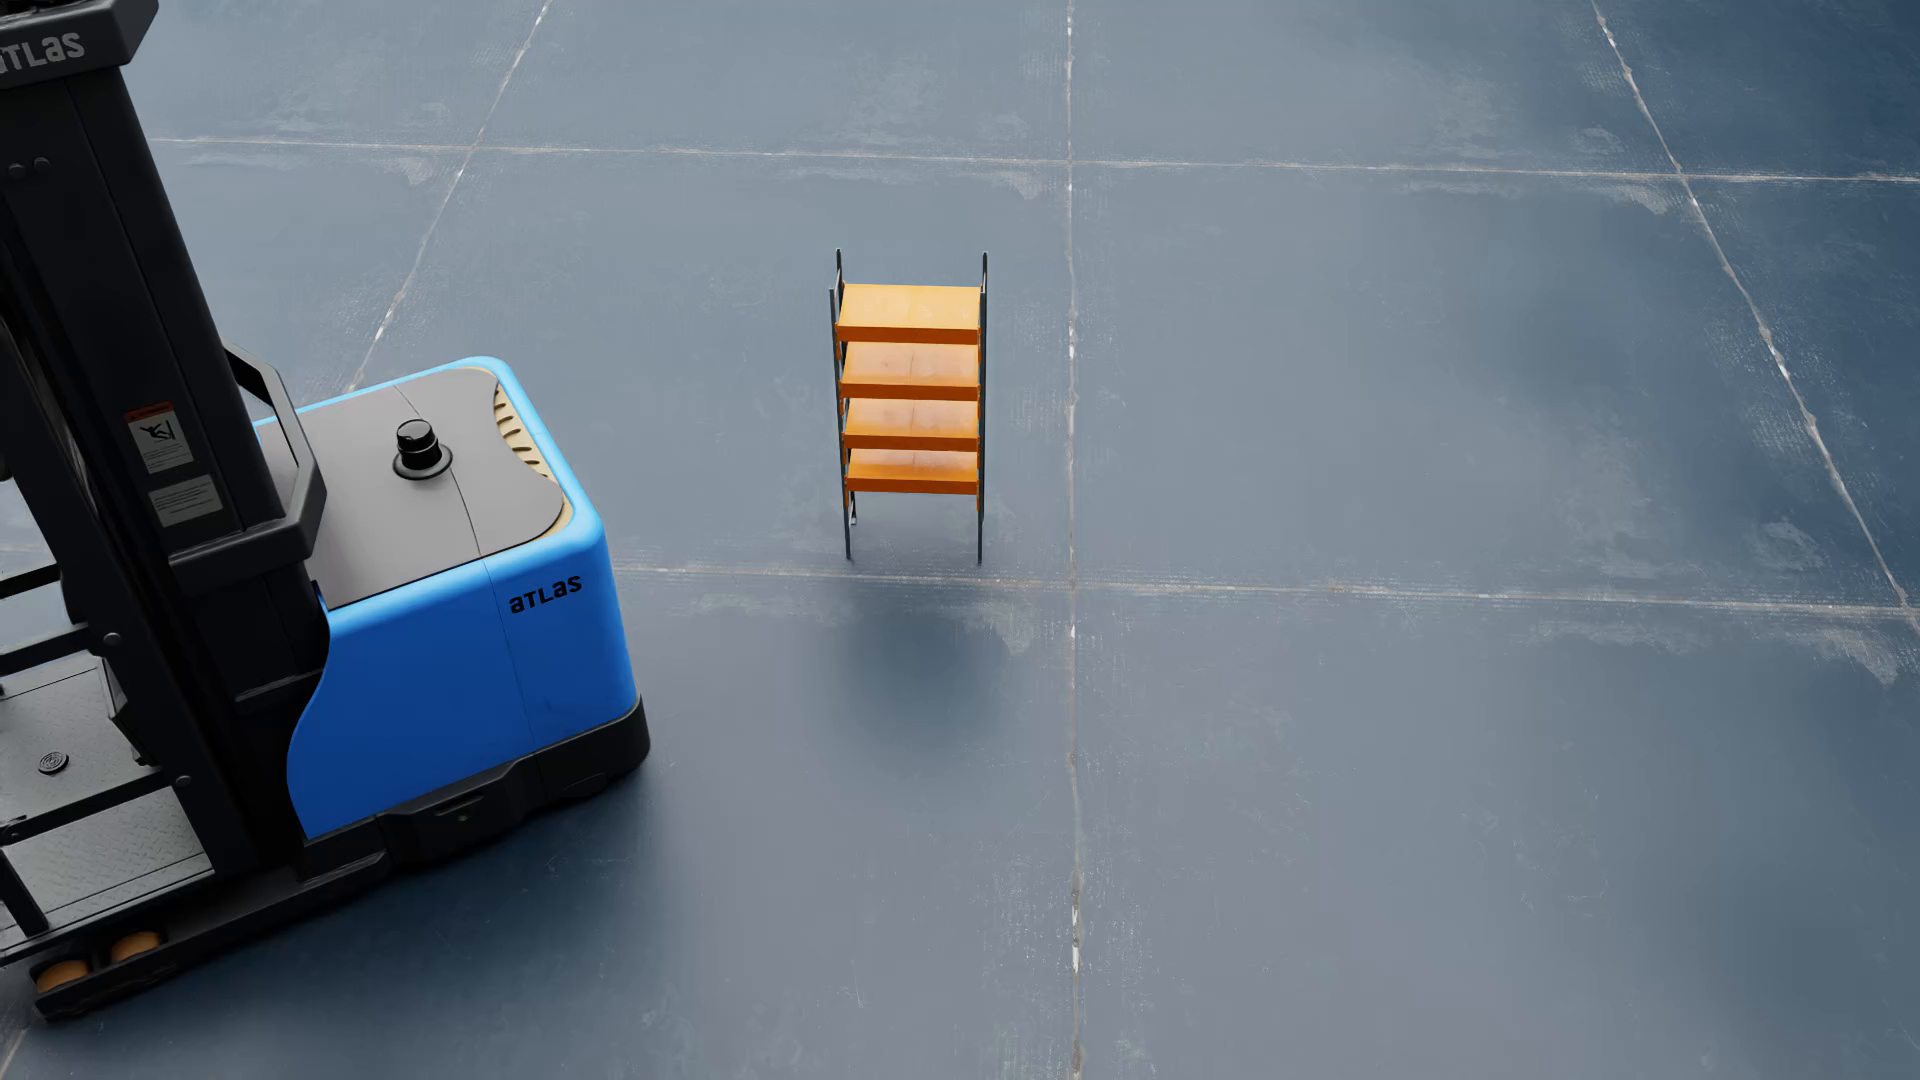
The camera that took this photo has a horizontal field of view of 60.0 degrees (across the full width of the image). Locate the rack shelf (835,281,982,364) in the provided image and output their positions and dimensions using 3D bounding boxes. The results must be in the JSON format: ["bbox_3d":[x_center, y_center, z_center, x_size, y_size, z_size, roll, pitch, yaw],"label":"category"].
[{"bbox_3d":[-0.165,-0.732,5.579,0.480,0.148,0.258,2,43,2],"label":"rack shelf"}]

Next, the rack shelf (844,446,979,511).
[{"bbox_3d":[-0.165,-0.250,6.028,0.480,0.148,0.258,2,43,2],"label":"rack shelf"}]

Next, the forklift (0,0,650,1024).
[{"bbox_3d":[-2.548,-0.121,4.230,3.031,2.935,1.130,-21,47,-21],"label":"forklift"}]

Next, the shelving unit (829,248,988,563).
[{"bbox_3d":[-0.165,-0.444,5.846,0.503,1.200,0.258,2,43,2],"label":"shelving unit"}]

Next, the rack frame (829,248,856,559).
[{"bbox_3d":[-0.409,-0.452,5.855,0.015,1.200,0.240,2,43,2],"label":"rack frame"}]

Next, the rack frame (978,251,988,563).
[{"bbox_3d":[0.078,-0.437,5.838,0.015,1.200,0.240,2,43,2],"label":"rack frame"}]

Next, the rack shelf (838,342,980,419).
[{"bbox_3d":[-0.165,-0.559,5.740,0.480,0.148,0.258,2,43,2],"label":"rack shelf"}]

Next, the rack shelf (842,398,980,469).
[{"bbox_3d":[-0.165,-0.395,5.892,0.480,0.148,0.258,2,43,2],"label":"rack shelf"}]
